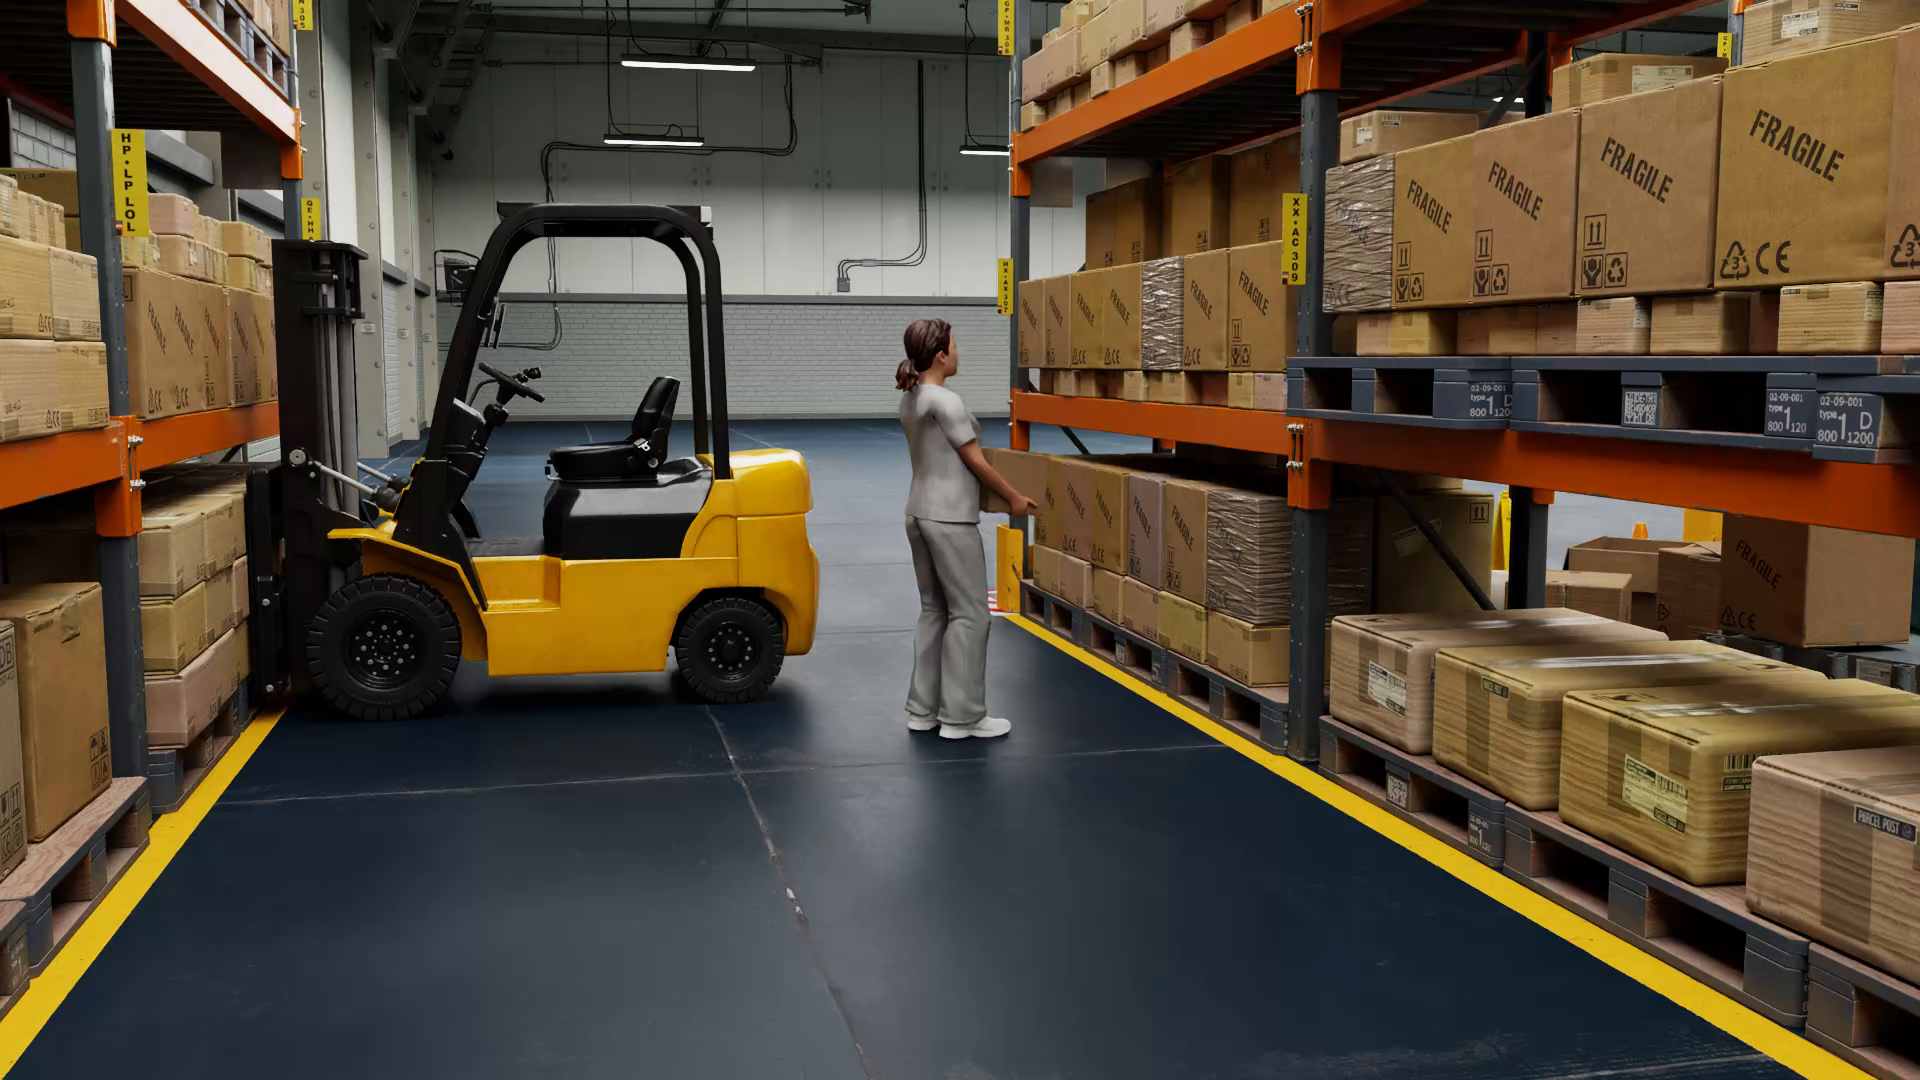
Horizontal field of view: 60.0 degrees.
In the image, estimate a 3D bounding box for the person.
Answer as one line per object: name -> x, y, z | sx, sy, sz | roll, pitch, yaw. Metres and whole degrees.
person -> 0.002, -0.047, 6.653 | 0.556, 1.661, 0.436 | -3, 7, -24
